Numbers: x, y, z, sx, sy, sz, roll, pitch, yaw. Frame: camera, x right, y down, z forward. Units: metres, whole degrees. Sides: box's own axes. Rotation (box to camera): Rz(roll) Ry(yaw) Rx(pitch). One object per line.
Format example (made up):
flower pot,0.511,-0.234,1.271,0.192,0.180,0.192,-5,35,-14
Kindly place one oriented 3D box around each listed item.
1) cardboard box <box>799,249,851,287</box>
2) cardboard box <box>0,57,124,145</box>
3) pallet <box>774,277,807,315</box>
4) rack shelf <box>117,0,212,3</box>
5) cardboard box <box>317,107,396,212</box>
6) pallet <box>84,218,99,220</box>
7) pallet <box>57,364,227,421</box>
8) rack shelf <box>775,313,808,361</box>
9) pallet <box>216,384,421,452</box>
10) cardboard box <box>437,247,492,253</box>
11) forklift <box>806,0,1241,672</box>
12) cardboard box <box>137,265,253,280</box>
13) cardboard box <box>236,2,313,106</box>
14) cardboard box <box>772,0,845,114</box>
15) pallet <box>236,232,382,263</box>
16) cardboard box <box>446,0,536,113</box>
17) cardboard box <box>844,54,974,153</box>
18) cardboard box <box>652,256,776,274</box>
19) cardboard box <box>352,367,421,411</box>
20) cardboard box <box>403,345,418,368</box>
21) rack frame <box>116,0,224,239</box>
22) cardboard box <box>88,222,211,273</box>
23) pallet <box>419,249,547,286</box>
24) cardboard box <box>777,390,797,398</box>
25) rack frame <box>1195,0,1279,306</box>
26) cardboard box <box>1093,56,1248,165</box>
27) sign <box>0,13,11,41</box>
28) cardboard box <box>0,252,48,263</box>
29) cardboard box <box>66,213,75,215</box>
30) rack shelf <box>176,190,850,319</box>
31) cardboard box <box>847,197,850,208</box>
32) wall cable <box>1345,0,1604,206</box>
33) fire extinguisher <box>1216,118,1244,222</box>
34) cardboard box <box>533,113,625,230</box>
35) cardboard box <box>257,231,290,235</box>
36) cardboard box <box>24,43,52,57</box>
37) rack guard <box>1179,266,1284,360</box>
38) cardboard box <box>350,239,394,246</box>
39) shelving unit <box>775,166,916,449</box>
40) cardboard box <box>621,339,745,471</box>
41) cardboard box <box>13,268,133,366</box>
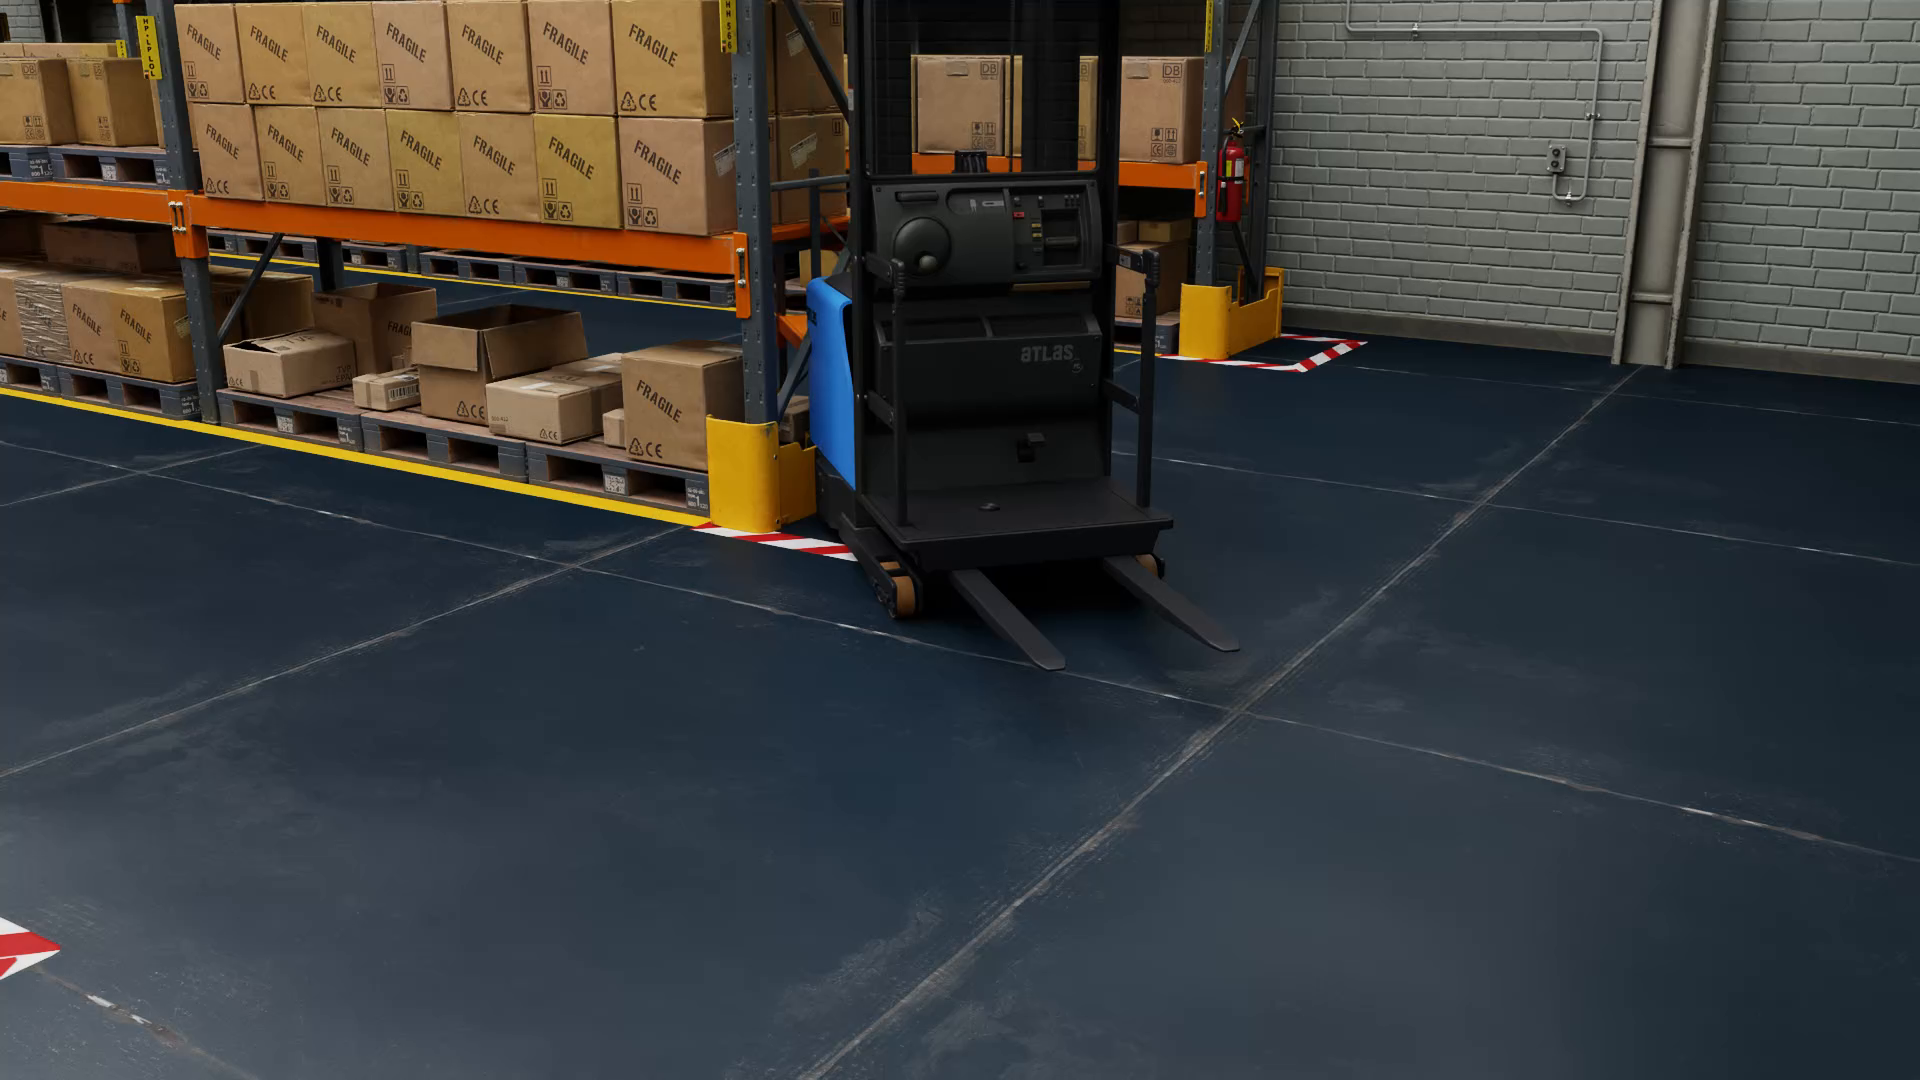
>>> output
cardboard box,-0.888,-2.317,13.427,0.500,0.500,0.700,10,20,31
cardboard box,-5.599,-2.726,10.301,0.500,0.500,0.700,5,18,16
pallet,-0.865,-1.982,13.543,1.213,0.211,1.003,10,20,30
rack shelf,-6.585,-5.455,16.256,4.000,0.370,1.077,10,20,30
cardboard box,-2.906,-1.973,8.544,0.500,0.500,0.500,10,20,30
pallet,-8.880,-3.427,18.301,1.213,0.211,1.003,10,20,30
pallet,-4.774,-1.004,10.324,1.213,0.211,1.003,10,20,30
rack shelf,-0.590,-0.988,8.441,0.538,0.185,1.000,-5,18,-15
pallet,-3.477,-0.785,9.602,1.213,0.211,1.003,10,20,30
cardboard box,-4.322,-3.088,15.362,0.750,0.750,0.750,10,19,29
forklift,0.175,-1.227,6.379,1.130,2.935,3.031,-5,18,-16
cardboard box,-4.806,-1.451,10.540,0.500,0.500,0.500,10,20,31
cardboard box,-3.367,-2.531,8.659,0.500,0.500,0.500,9,19,28
cardboard box,-0.893,-2.275,7.816,0.500,0.500,0.500,11,20,32
pallet,-6.581,-3.031,16.995,1.213,0.211,1.003,10,20,30
cardboard box,-2.051,-2.296,7.886,0.500,0.500,0.500,11,20,32
cardboard box,-0.399,-3.396,12.884,0.700,0.700,0.980,10,19,29
cardboard box,-2.094,-2.690,14.054,0.750,0.750,0.750,10,20,31
cardboard box,-3.074,-0.832,9.078,0.250,0.166,0.380,10,20,30
cardboard box,-2.788,-1.017,9.439,0.500,0.311,0.500,10,20,30
rack frame,-8.289,-4.668,17.589,0.127,3.000,1.000,10,20,30
cardboard box,-5.198,-1.883,10.674,0.500,0.250,0.500,10,20,30
pallet,-4.248,-2.587,15.535,1.213,0.211,1.003,10,20,30
cardboard box,-1.043,-0.657,8.502,0.250,0.166,0.380,10,20,30
rack frame,1.937,-2.843,11.580,0.127,3.000,1.000,10,20,30
cardboard box,1.497,-3.062,11.783,0.700,0.700,0.980,11,20,33
sign,-11.390,-6.116,19.820,0.005,0.325,0.100,10,20,30
cardboard box,-6.109,-1.684,11.308,0.500,0.500,0.500,9,19,28
cardboard box,-10.070,-3.953,18.778,0.500,0.500,0.700,9,19,27
rack shelf,-2.357,-1.576,8.645,4.000,0.370,1.077,10,20,30
cardboard box,-0.908,-2.699,13.567,0.250,0.149,0.380,10,20,30
wall cable,3.523,-3.369,11.562,1.851,1.984,0.084,10,20,30
fire extinguisher,1.824,-2.490,11.193,0.183,0.674,0.296,10,20,30
cardboard box,-1.621,-1.742,7.784,0.500,0.500,0.500,10,20,31
cardboard box,-6.773,-3.421,17.027,0.500,0.500,0.700,10,20,31
cardboard box,-9.705,-5.114,17.989,0.500,0.500,0.500,9,19,28
rack guard,1.957,-1.643,11.931,0.348,0.500,1.175,10,20,30
cardboard box,-5.521,-3.171,16.203,0.500,0.500,0.700,10,20,31
shelving unit,-0.592,-1.162,8.395,0.587,1.500,1.083,-5,18,-15
cardboard box,-1.245,-0.652,7.910,0.500,0.500,0.500,10,20,30
cardboard box,-5.476,-1.396,10.360,0.500,0.500,0.500,10,20,31
